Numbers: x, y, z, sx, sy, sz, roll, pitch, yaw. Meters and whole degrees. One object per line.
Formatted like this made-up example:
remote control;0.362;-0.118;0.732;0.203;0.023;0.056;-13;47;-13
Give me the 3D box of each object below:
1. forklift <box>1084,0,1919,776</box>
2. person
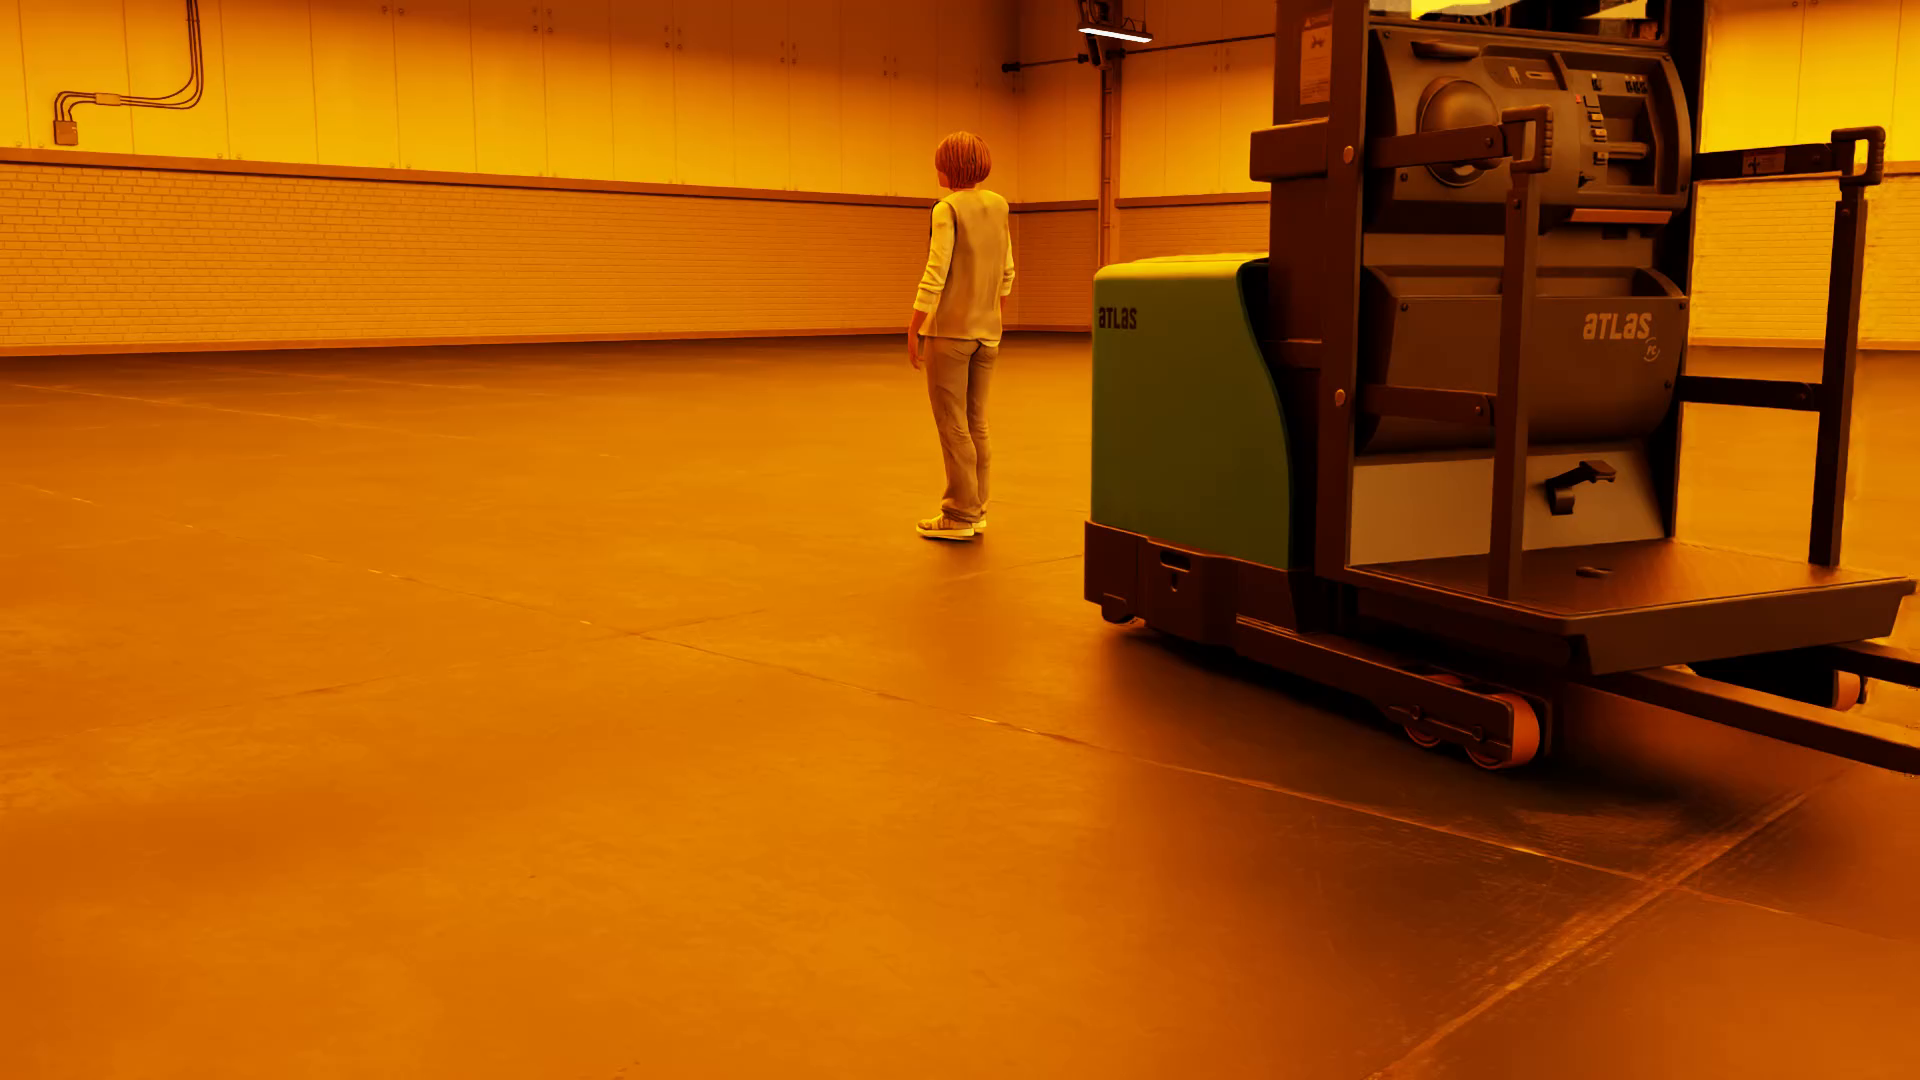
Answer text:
forklift;1.469;-1.038;3.769;1.130;2.935;3.031;-4;9;-25
person;-0.044;-0.806;6.659;0.473;1.599;0.520;8;12;43
